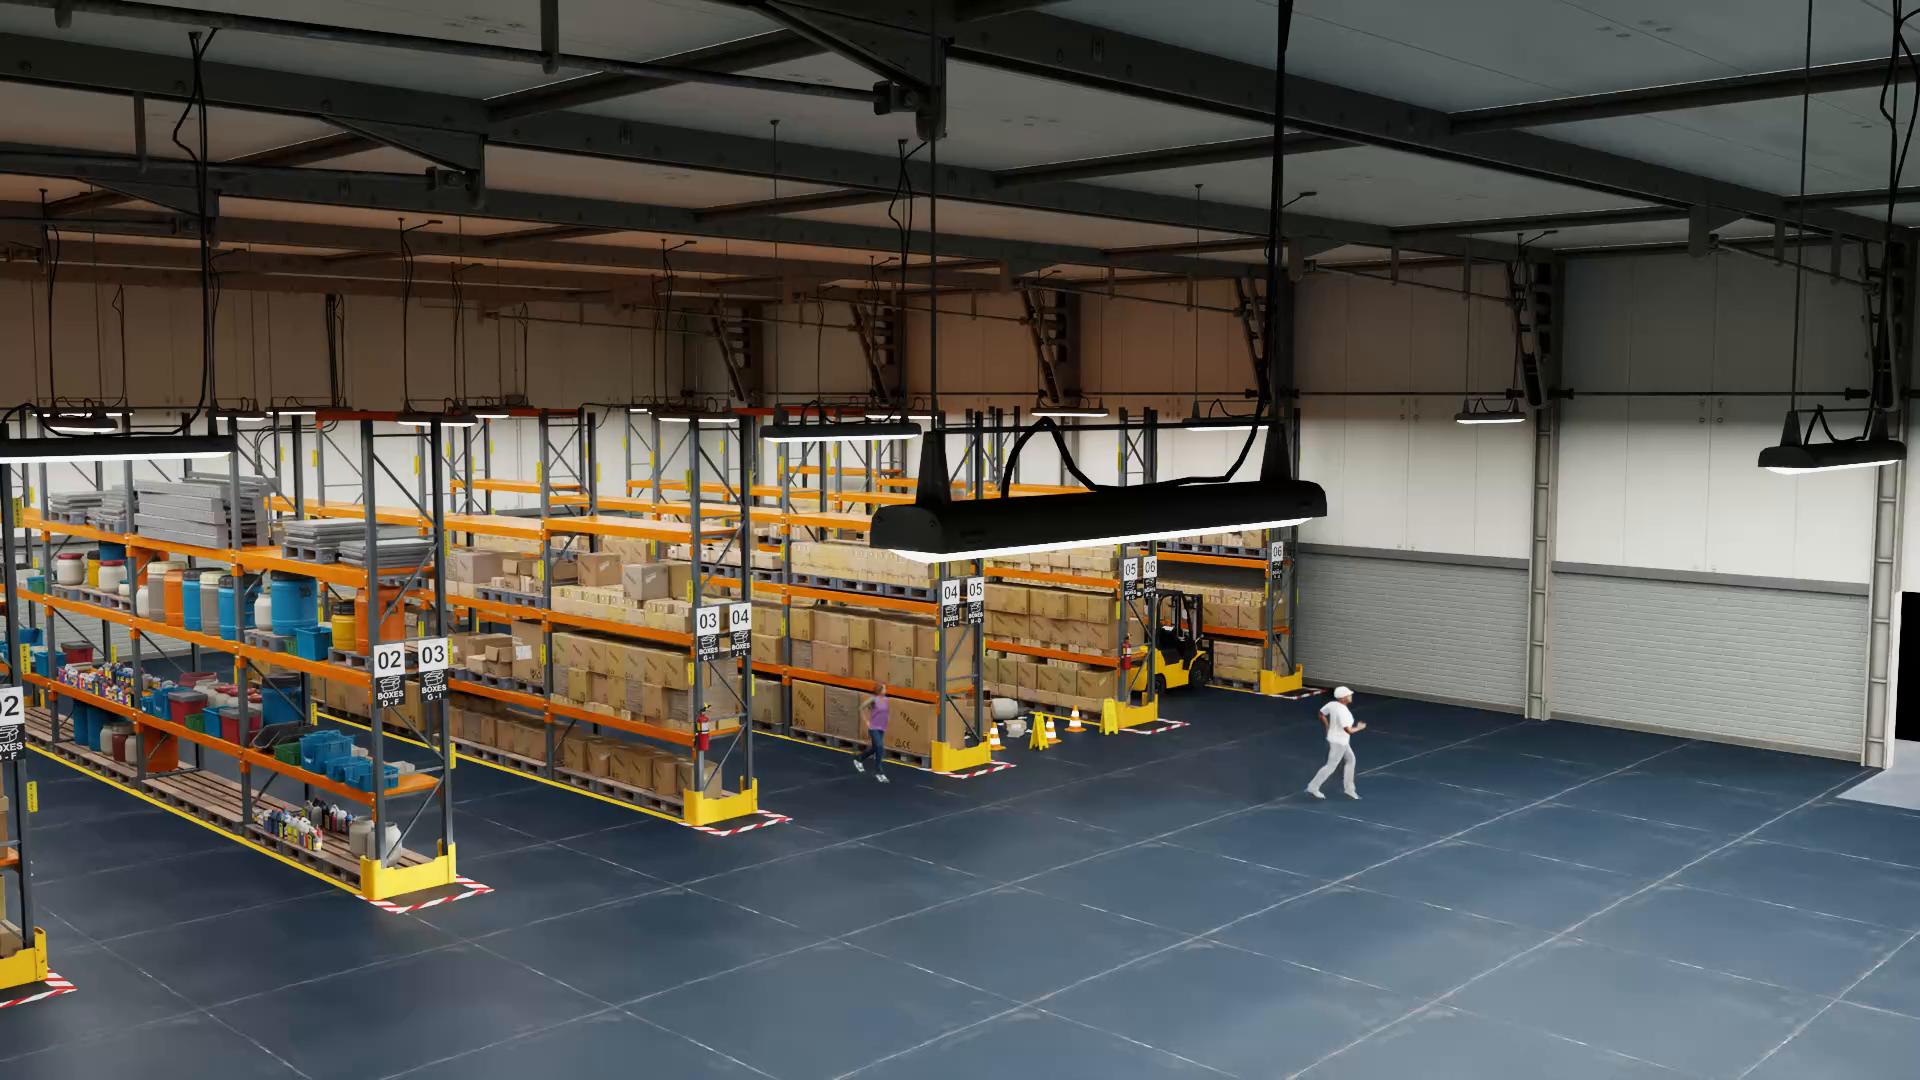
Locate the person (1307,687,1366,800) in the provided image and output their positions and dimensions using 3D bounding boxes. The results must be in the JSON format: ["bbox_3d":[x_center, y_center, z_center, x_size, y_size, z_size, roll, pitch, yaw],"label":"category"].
[{"bbox_3d":[5.820,3.167,25.802,0.911,1.812,0.711,0,5,0],"label":"person"}]

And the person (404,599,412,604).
[{"bbox_3d":[-12.886,2.154,38.202,0.766,1.605,0.613,-2,5,-20],"label":"person"}]

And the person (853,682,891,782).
[{"bbox_3d":[-1.392,3.131,27.374,0.823,1.606,0.567,4,6,37],"label":"person"}]
